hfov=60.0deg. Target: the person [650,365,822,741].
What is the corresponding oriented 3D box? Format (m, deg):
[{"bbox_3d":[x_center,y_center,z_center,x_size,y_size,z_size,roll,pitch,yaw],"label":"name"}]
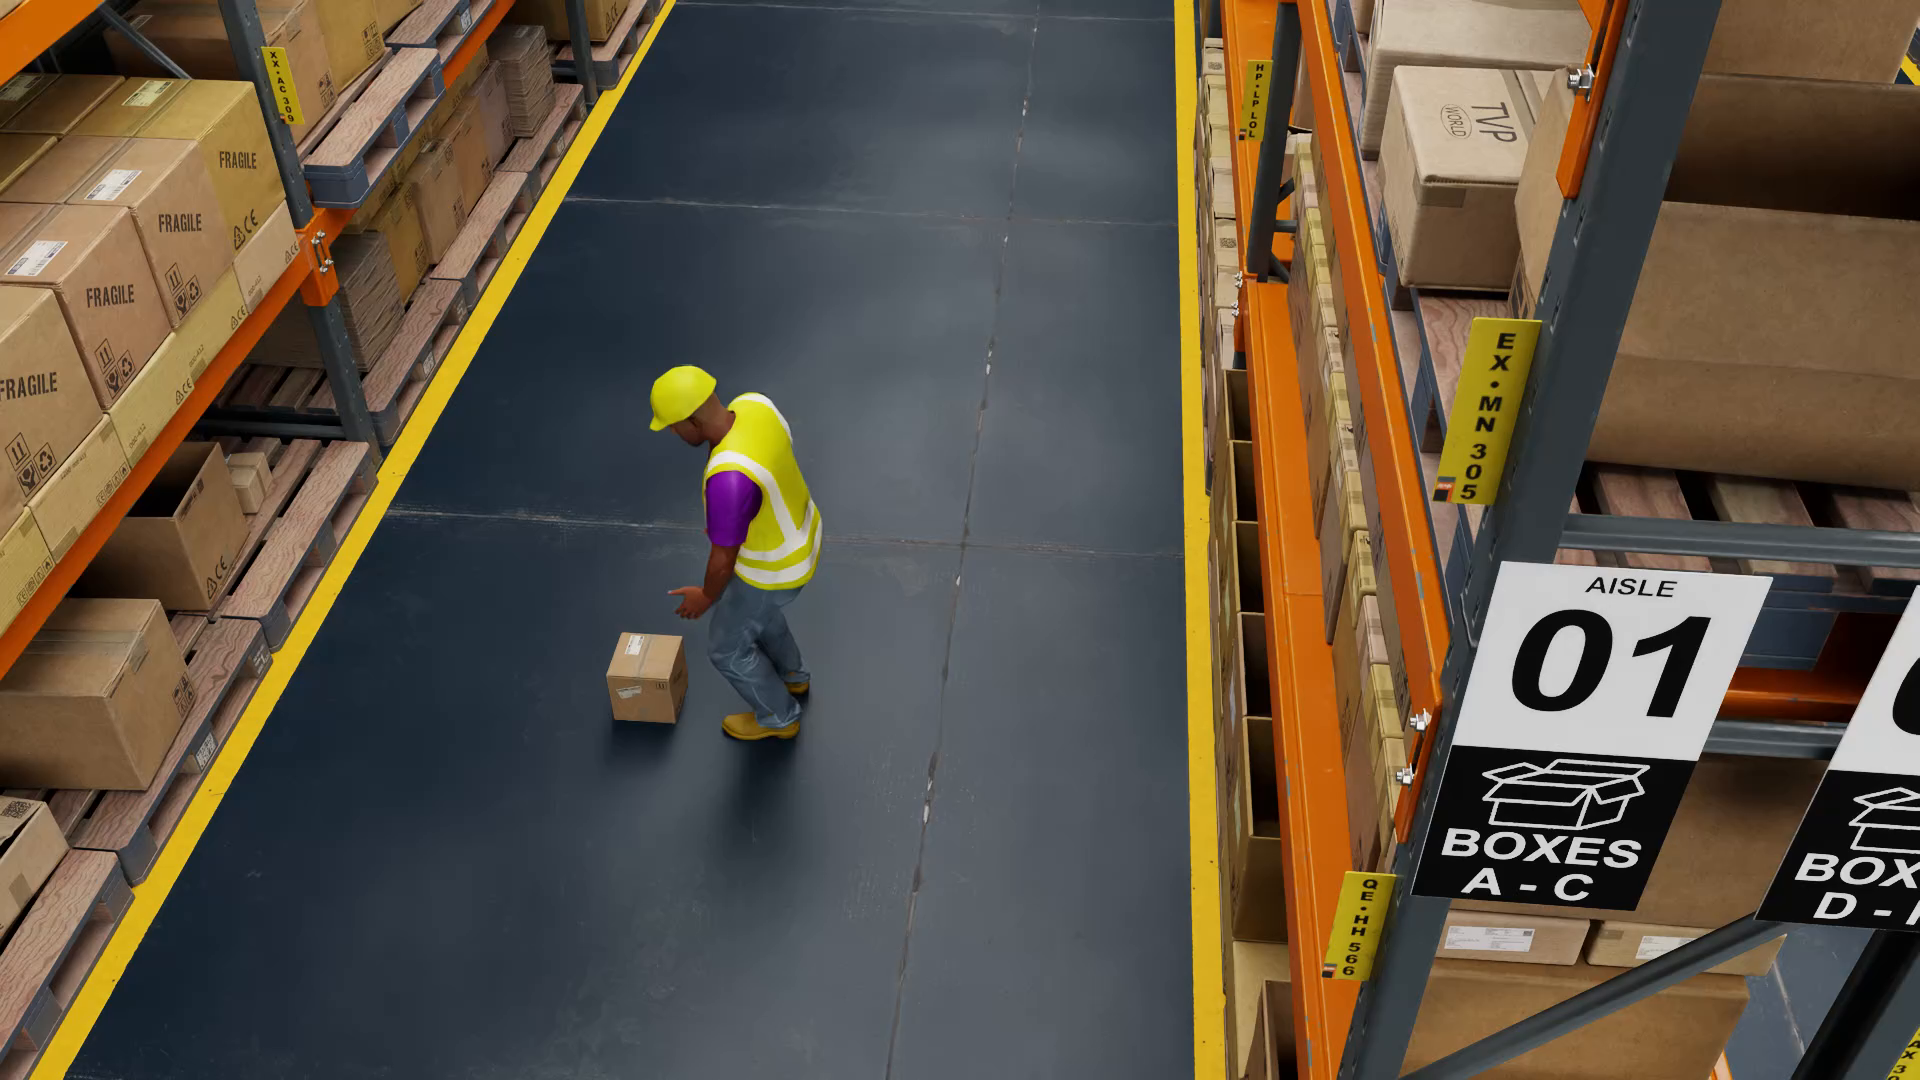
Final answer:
[{"bbox_3d":[-0.798,0.062,6.155,0.554,1.651,0.610,4,40,5],"label":"person"}]
